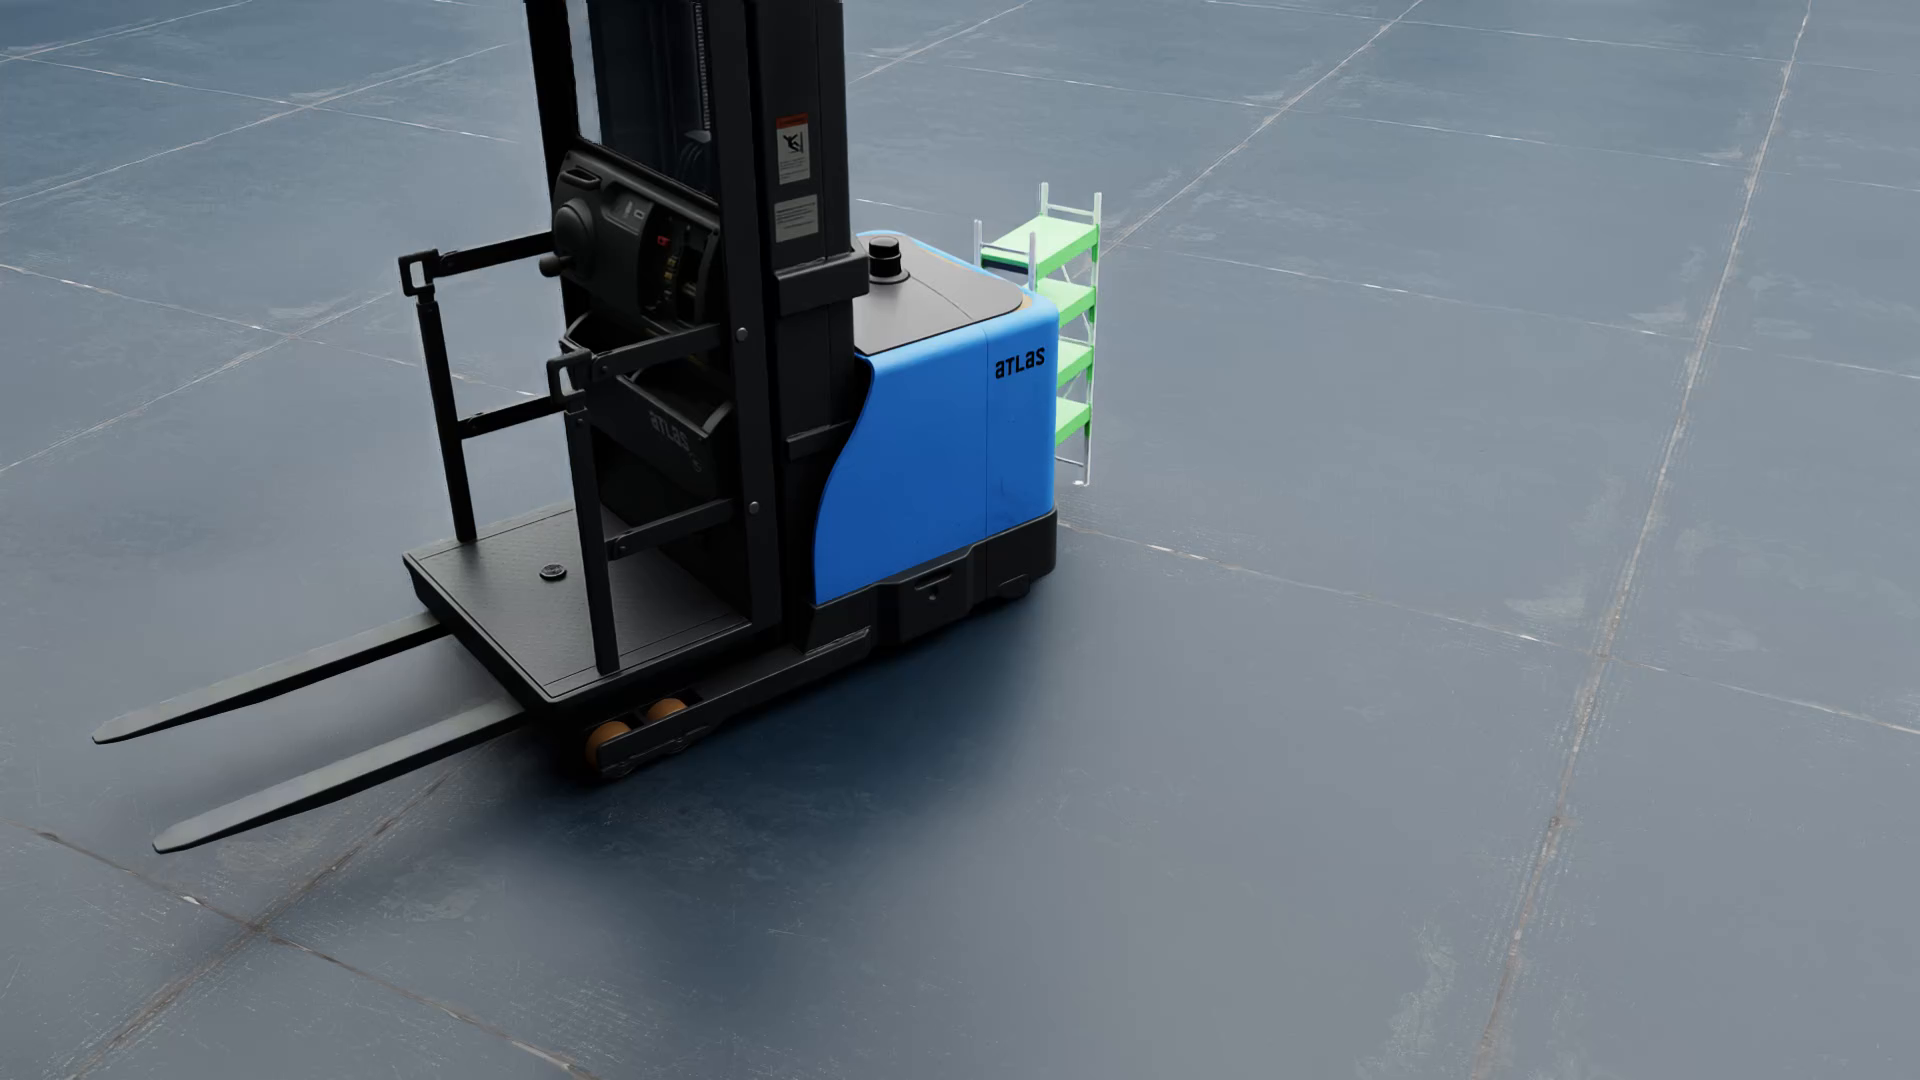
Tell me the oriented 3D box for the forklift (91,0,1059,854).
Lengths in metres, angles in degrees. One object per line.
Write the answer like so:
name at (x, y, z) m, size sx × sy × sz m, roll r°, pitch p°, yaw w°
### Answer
forklift at (-1.127, -0.853, 4.792) m, size 3.031 × 2.935 × 1.130 m, roll -22°, pitch 36°, yaw -33°

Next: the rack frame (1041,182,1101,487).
rack frame at (0.407, -0.767, 6.380) m, size 0.240 × 1.200 × 0.015 m, roll 17°, pitch 34°, yaw 27°

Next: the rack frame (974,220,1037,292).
rack frame at (0.155, -0.558, 6.018) m, size 0.240 × 1.200 × 0.015 m, roll 17°, pitch 34°, yaw 27°

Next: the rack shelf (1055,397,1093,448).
rack shelf at (0.281, -0.399, 6.350) m, size 0.258 × 0.148 × 0.480 m, roll 17°, pitch 34°, yaw 27°

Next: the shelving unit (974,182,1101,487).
shelving unit at (0.281, -0.663, 6.199) m, size 0.258 × 1.200 × 0.503 m, roll 17°, pitch 34°, yaw 27°

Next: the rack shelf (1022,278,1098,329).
rack shelf at (0.281, -0.815, 6.111) m, size 0.258 × 0.148 × 0.480 m, roll 17°, pitch 34°, yaw 27°

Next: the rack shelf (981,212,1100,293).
rack shelf at (0.281, -1.023, 5.992) m, size 0.258 × 0.148 × 0.480 m, roll 17°, pitch 34°, yaw 27°

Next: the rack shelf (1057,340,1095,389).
rack shelf at (0.281, -0.607, 6.231) m, size 0.258 × 0.148 × 0.480 m, roll 17°, pitch 34°, yaw 27°
